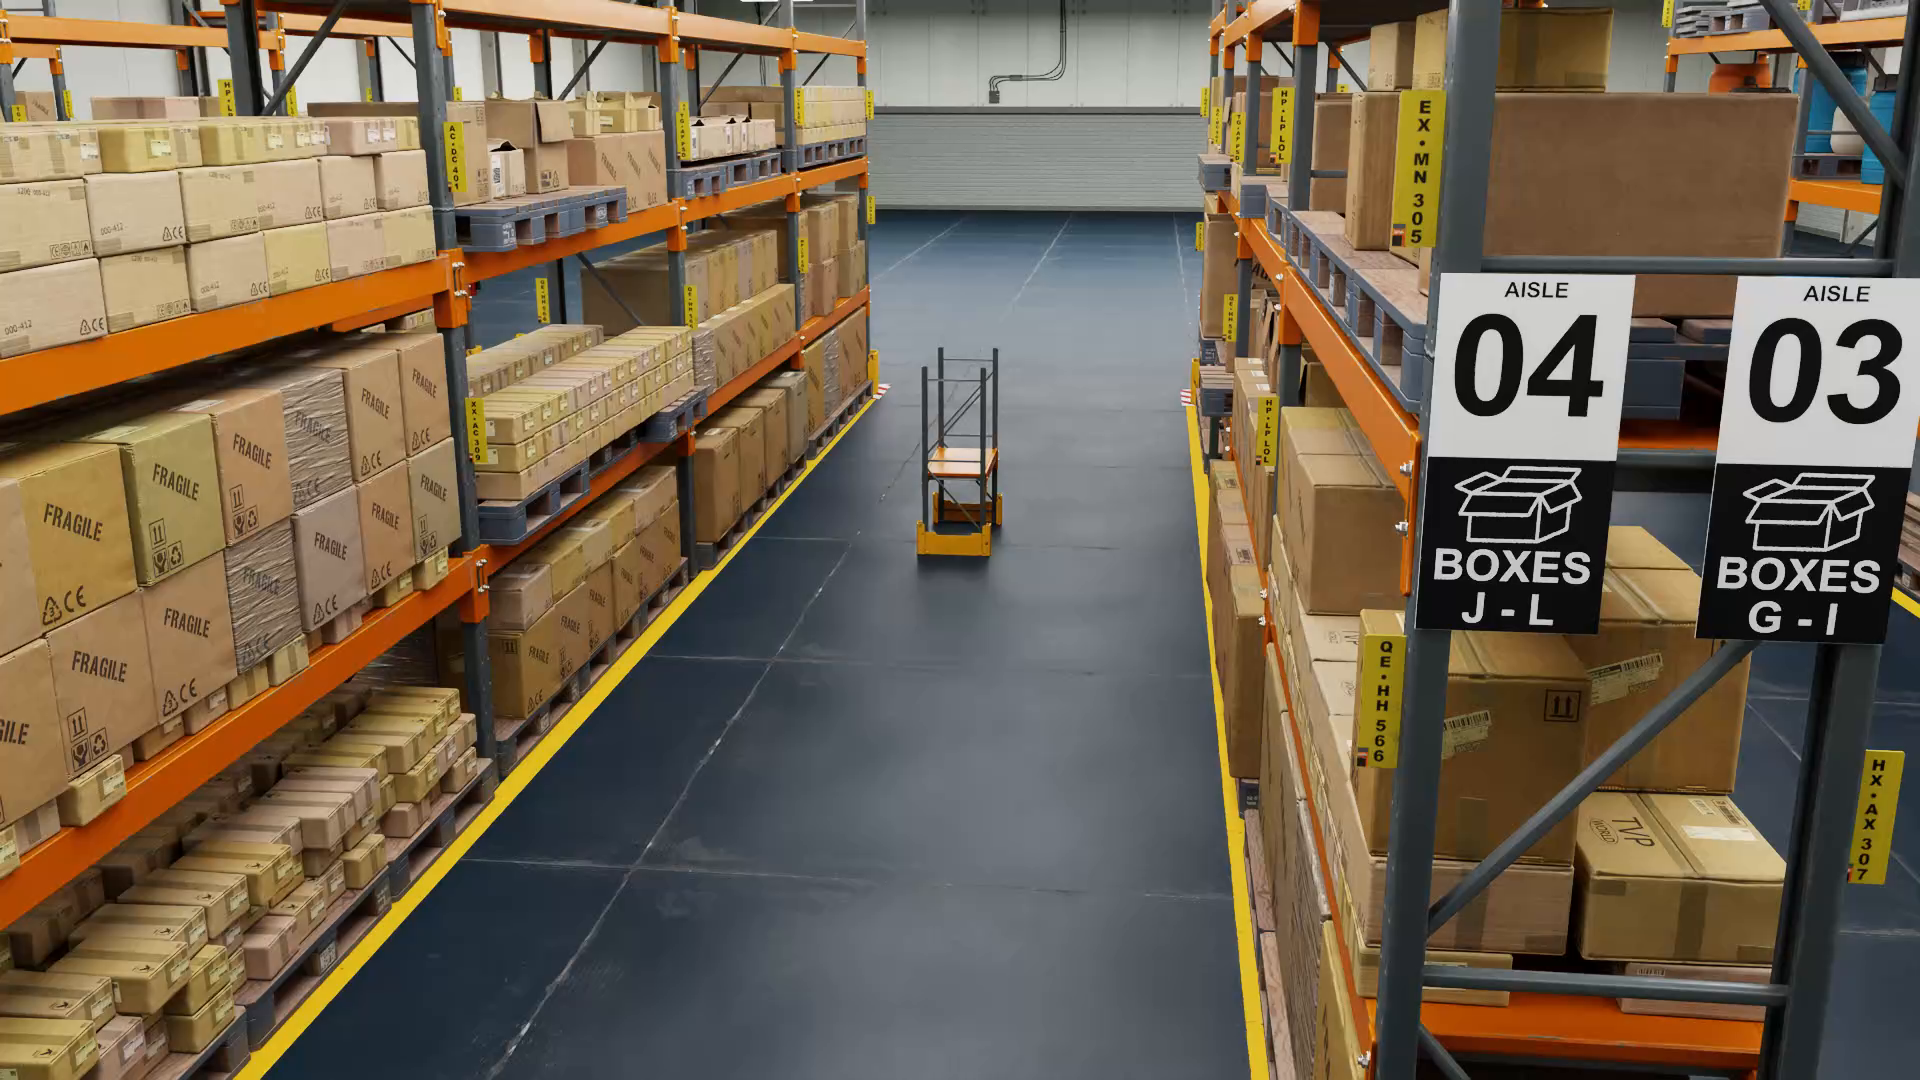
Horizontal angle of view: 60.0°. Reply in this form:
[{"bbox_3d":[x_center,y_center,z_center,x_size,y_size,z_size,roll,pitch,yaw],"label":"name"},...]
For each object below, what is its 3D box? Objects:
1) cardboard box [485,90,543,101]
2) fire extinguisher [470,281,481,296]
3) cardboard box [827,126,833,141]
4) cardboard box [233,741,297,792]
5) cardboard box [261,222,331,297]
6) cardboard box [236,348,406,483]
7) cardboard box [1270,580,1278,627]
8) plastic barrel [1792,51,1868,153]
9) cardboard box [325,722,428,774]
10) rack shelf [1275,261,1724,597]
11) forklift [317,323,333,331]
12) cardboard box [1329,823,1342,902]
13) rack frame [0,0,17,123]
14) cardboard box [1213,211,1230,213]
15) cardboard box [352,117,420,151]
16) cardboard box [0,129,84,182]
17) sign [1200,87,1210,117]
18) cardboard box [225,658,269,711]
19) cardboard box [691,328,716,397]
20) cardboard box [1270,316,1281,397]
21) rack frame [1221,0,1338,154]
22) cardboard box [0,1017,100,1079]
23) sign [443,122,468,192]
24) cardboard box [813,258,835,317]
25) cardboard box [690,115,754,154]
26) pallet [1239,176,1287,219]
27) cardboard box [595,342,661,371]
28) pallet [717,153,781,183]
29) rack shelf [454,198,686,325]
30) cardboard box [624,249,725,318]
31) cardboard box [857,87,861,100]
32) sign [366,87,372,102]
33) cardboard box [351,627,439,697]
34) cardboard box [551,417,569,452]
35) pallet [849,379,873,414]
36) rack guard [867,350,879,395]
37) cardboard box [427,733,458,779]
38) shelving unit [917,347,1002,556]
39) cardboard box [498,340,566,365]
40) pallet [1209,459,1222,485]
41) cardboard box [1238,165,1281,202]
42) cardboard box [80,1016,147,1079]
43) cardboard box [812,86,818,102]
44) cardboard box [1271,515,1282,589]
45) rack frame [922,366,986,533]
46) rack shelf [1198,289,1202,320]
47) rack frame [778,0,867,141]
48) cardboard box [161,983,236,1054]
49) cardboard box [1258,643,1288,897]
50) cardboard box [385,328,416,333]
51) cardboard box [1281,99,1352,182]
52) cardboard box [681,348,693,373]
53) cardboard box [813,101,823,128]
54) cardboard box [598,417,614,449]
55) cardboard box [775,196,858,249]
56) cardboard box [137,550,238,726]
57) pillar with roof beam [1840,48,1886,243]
[{"bbox_3d":[-2.864,-2.747,10.668,0.396,0.266,0.258,2,15,6],"label":"cardboard box"},{"bbox_3d":[-6.053,-3.352,20.459,0.296,0.674,0.183,2,15,6],"label":"fire extinguisher"},{"bbox_3d":[-1.525,-4.209,17.218,0.380,0.149,0.250,2,15,6],"label":"cardboard box"},{"bbox_3d":[-3.269,1.033,7.611,0.380,0.149,0.250,1,15,5],"label":"cardboard box"},{"bbox_3d":[-2.860,-1.121,6.601,0.500,0.250,0.500,2,15,6],"label":"cardboard box"},{"bbox_3d":[-2.786,-0.552,7.278,0.500,0.500,0.500,1,15,4],"label":"cardboard box"},{"bbox_3d":[1.575,0.287,7.334,0.380,0.149,0.250,1,15,4],"label":"cardboard box"},{"bbox_3d":[8.011,-4.046,15.365,0.600,0.901,0.708,2,15,6],"label":"plastic barrel"},{"bbox_3d":[-2.740,0.977,7.819,0.380,0.149,0.250,2,15,6],"label":"cardboard box"},{"bbox_3d":[1.743,-0.551,5.584,1.077,0.370,4.000,2,15,6],"label":"rack shelf"},{"bbox_3d":[-5.018,-1.149,12.296,1.130,2.935,3.031,1,15,5],"label":"forklift"},{"bbox_3d":[1.287,0.955,4.865,0.380,0.149,0.250,2,15,6],"label":"cardboard box"},{"bbox_3d":[-7.427,-4.194,11.933,1.000,3.000,0.127,2,15,6],"label":"rack frame"},{"bbox_3d":[2.649,-2.843,15.753,0.500,0.500,0.500,2,15,6],"label":"cardboard box"},{"bbox_3d":[-2.712,-1.861,7.618,0.380,0.149,0.250,1,15,4],"label":"cardboard box"},{"bbox_3d":[-2.959,-1.187,5.125,0.380,0.149,0.250,2,15,7],"label":"cardboard box"},{"bbox_3d":[2.783,-4.967,18.864,0.100,0.325,0.005,2,15,6],"label":"sign"},{"bbox_3d":[-2.912,0.537,6.410,0.380,0.149,0.250,2,15,8],"label":"cardboard box"},{"bbox_3d":[-2.178,-1.335,12.662,0.500,0.500,0.500,2,15,7],"label":"cardboard box"},{"bbox_3d":[2.176,-1.007,9.525,0.797,0.503,0.637,2,15,8],"label":"cardboard box"},{"bbox_3d":[2.871,-4.940,14.691,1.000,3.000,0.127,2,15,6],"label":"rack frame"},{"bbox_3d":[-3.003,1.657,5.306,0.380,0.149,0.250,1,15,4],"label":"cardboard box"},{"bbox_3d":[-2.408,-1.825,7.927,0.100,0.325,0.005,2,15,6],"label":"sign"},{"bbox_3d":[-1.798,-2.664,17.482,0.875,0.550,0.550,2,15,6],"label":"cardboard box"},{"bbox_3d":[-2.025,-3.411,13.958,0.500,0.311,0.500,1,15,4],"label":"cardboard box"},{"bbox_3d":[2.400,-2.195,10.647,1.213,0.211,1.003,2,15,9],"label":"pallet"},{"bbox_3d":[-2.183,-1.204,10.906,0.380,0.149,0.250,2,15,8],"label":"cardboard box"},{"bbox_3d":[-2.100,-3.332,14.860,0.805,0.209,1.217,1,15,4],"label":"pallet"},{"bbox_3d":[-2.723,-1.761,10.058,1.077,0.370,4.000,2,15,6],"label":"rack shelf"},{"bbox_3d":[-2.325,-2.090,13.538,0.700,0.500,0.500,1,15,5],"label":"cardboard box"},{"bbox_3d":[-1.325,-5.054,18.817,0.380,0.149,0.250,2,15,7],"label":"cardboard box"},{"bbox_3d":[-7.063,-5.259,19.943,0.100,0.325,0.005,2,15,6],"label":"sign"},{"bbox_3d":[-3.115,0.663,9.446,0.500,0.500,0.500,1,15,5],"label":"cardboard box"},{"bbox_3d":[-2.391,-0.589,9.201,0.380,0.149,0.250,2,15,8],"label":"cardboard box"},{"bbox_3d":[-1.607,-1.698,19.536,1.003,0.211,1.213,2,15,6],"label":"pallet"},{"bbox_3d":[-1.592,-2.053,20.297,1.175,0.500,0.348,2,15,6],"label":"rack guard"},{"bbox_3d":[-2.686,1.050,8.118,0.380,0.149,0.250,1,15,4],"label":"cardboard box"},{"bbox_3d":[0.009,-0.744,13.539,0.587,1.500,1.083,2,15,6],"label":"shelving unit"},{"bbox_3d":[-2.832,-1.231,11.005,0.380,0.149,0.250,1,15,4],"label":"cardboard box"},{"bbox_3d":[2.785,-0.496,15.091,1.003,0.211,1.213,2,15,6],"label":"pallet"},{"bbox_3d":[2.230,-2.512,11.748,0.500,0.250,0.500,2,15,6],"label":"cardboard box"},{"bbox_3d":[-2.999,1.728,5.610,0.380,0.149,0.250,2,15,6],"label":"cardboard box"},{"bbox_3d":[-1.610,-4.395,16.380,0.380,0.149,0.250,2,15,6],"label":"cardboard box"},{"bbox_3d":[1.655,0.074,7.359,0.500,0.250,0.500,1,15,5],"label":"cardboard box"},{"bbox_3d":[-0.048,-0.614,13.061,0.500,1.500,0.032,2,15,6],"label":"rack frame"},{"bbox_3d":[3.097,-2.215,17.486,1.077,0.370,4.000,2,15,6],"label":"rack shelf"},{"bbox_3d":[-1.594,-6.149,19.164,1.000,3.000,0.127,2,15,6],"label":"rack frame"},{"bbox_3d":[-2.915,1.745,6.118,0.380,0.149,0.250,2,15,7],"label":"cardboard box"},{"bbox_3d":[1.815,1.023,7.398,0.875,0.875,0.875,2,15,6],"label":"cardboard box"},{"bbox_3d":[-6.475,-2.129,18.815,0.500,0.500,0.500,1,15,5],"label":"cardboard box"},{"bbox_3d":[2.423,-2.547,10.584,0.797,0.503,0.637,3,15,10],"label":"cardboard box"},{"bbox_3d":[-2.100,-1.262,11.690,0.380,0.149,0.250,2,15,7],"label":"cardboard box"},{"bbox_3d":[-1.657,-4.236,16.555,0.500,0.250,0.500,2,15,6],"label":"cardboard box"},{"bbox_3d":[-2.305,-0.650,9.996,0.380,0.149,0.250,1,15,5],"label":"cardboard box"},{"bbox_3d":[-1.645,-3.607,18.898,0.875,0.550,0.550,2,15,6],"label":"cardboard box"},{"bbox_3d":[-2.972,0.330,5.934,0.500,0.500,0.500,2,15,7],"label":"cardboard box"},{"bbox_3d":[17.299,-11.684,39.632,9.100,9.000,0.400,2,15,6],"label":"pillar with roof beam"}]
